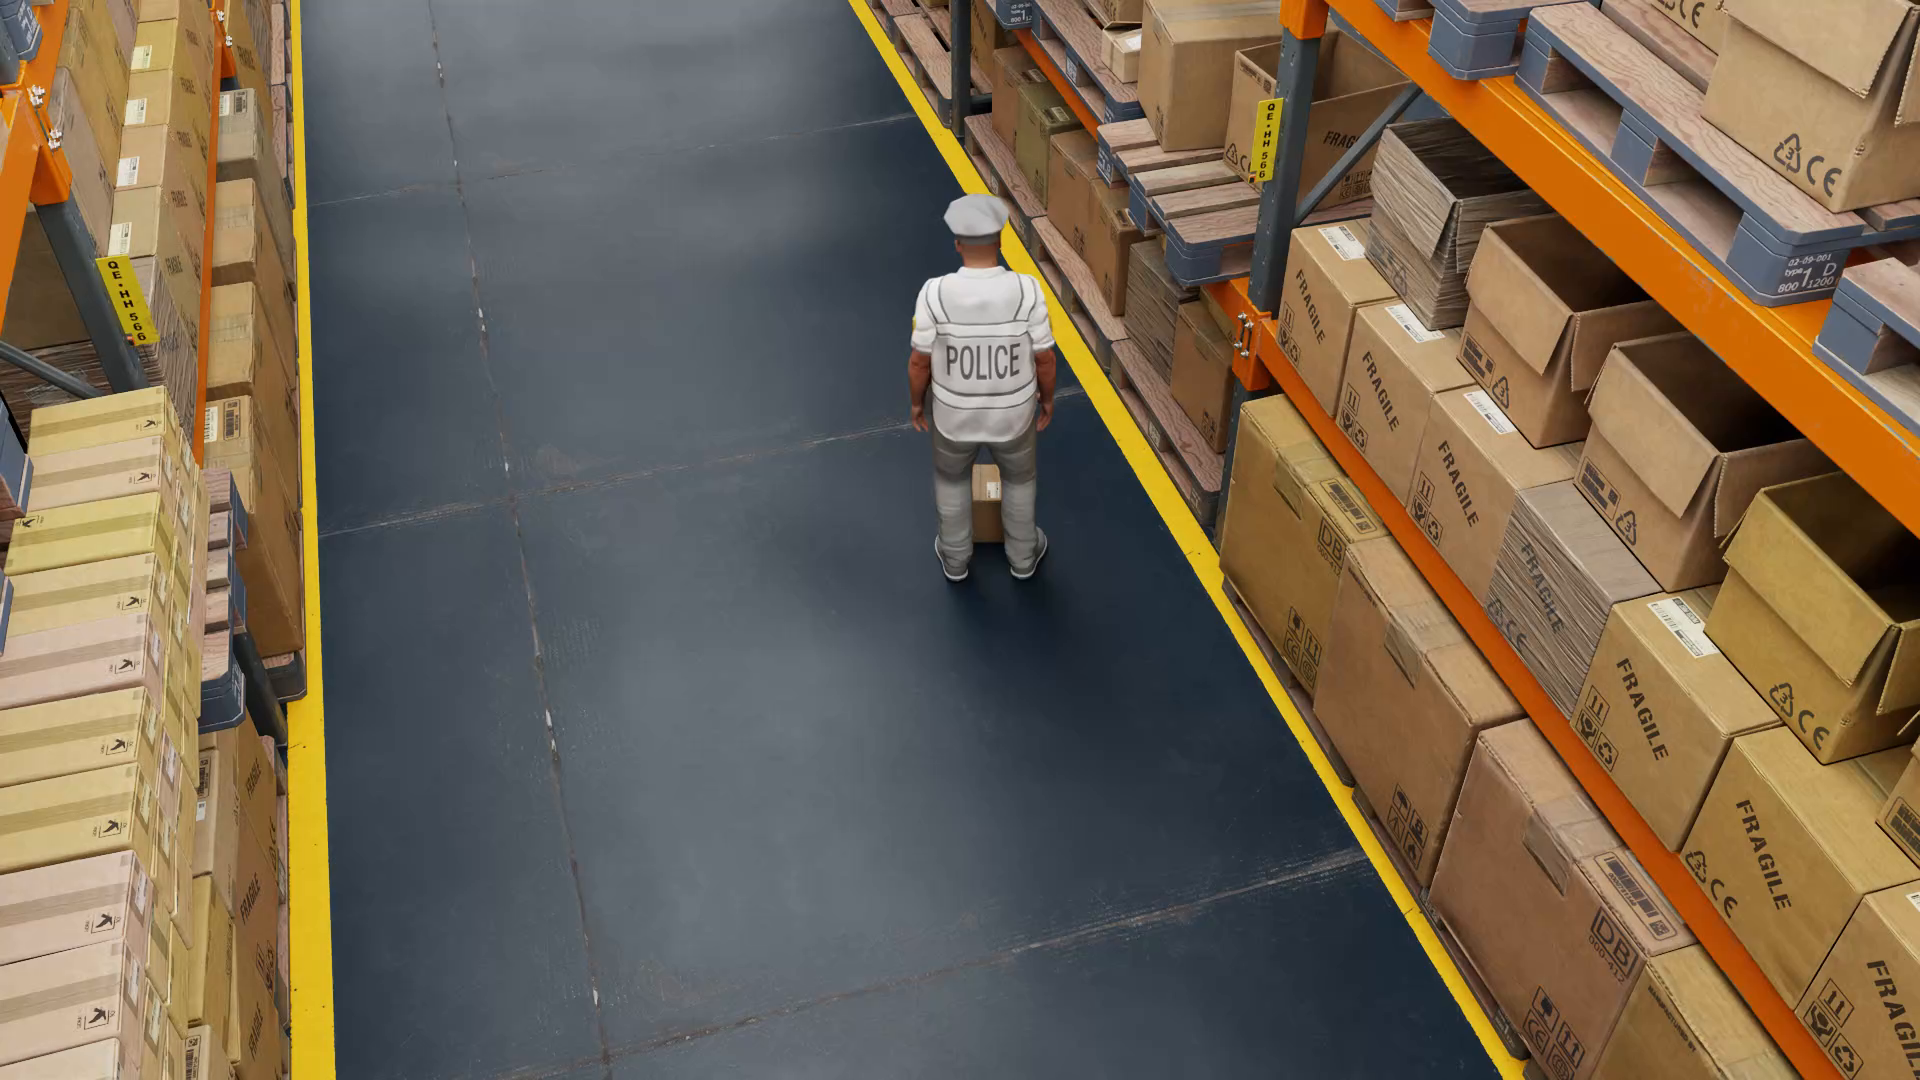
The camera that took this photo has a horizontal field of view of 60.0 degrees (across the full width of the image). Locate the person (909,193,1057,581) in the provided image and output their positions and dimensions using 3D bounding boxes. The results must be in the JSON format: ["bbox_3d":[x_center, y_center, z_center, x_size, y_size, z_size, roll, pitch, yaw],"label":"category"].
[{"bbox_3d":[0.093,-0.539,6.756,0.594,1.745,0.434,0,42,0],"label":"person"}]
